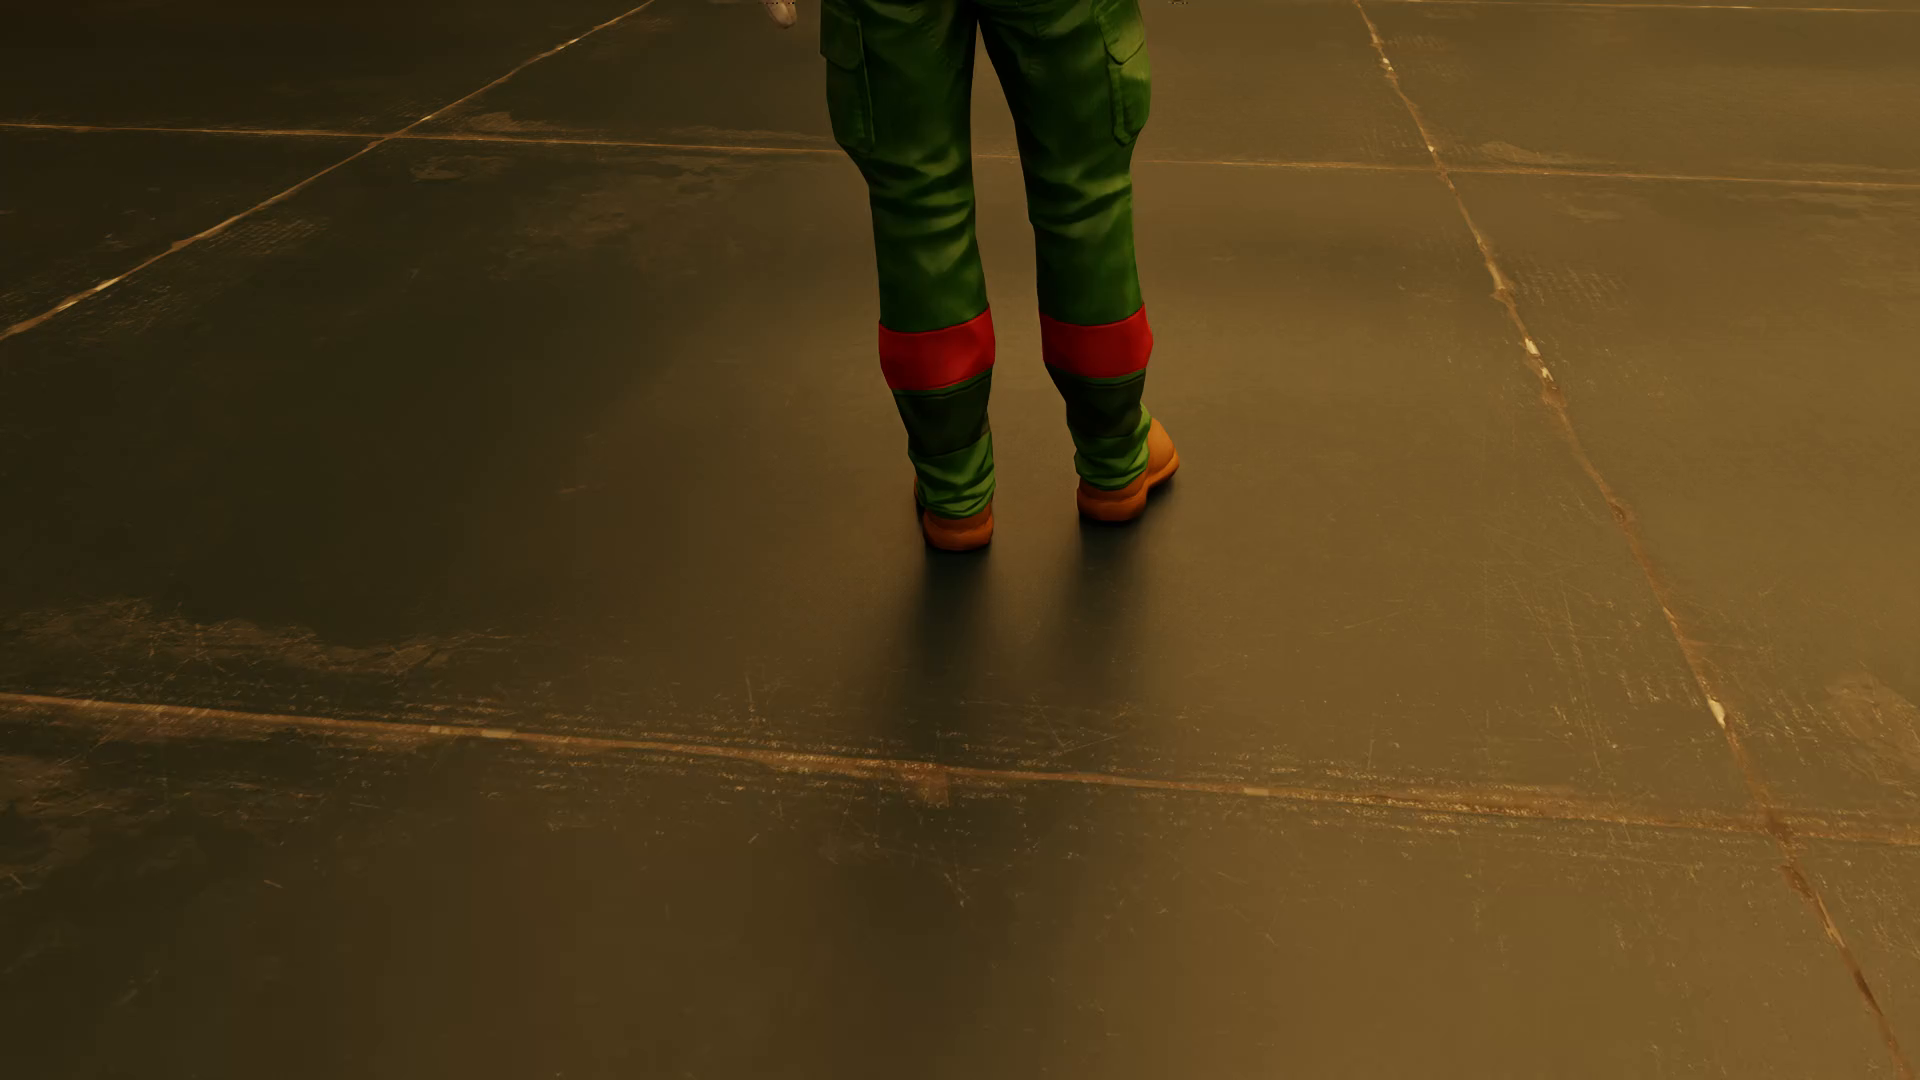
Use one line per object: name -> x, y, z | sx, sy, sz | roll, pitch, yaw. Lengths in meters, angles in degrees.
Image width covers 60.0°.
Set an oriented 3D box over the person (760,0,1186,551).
person -> 0.021, -0.842, 2.168 | 0.638, 1.789, 0.562 | 3, 27, 7
